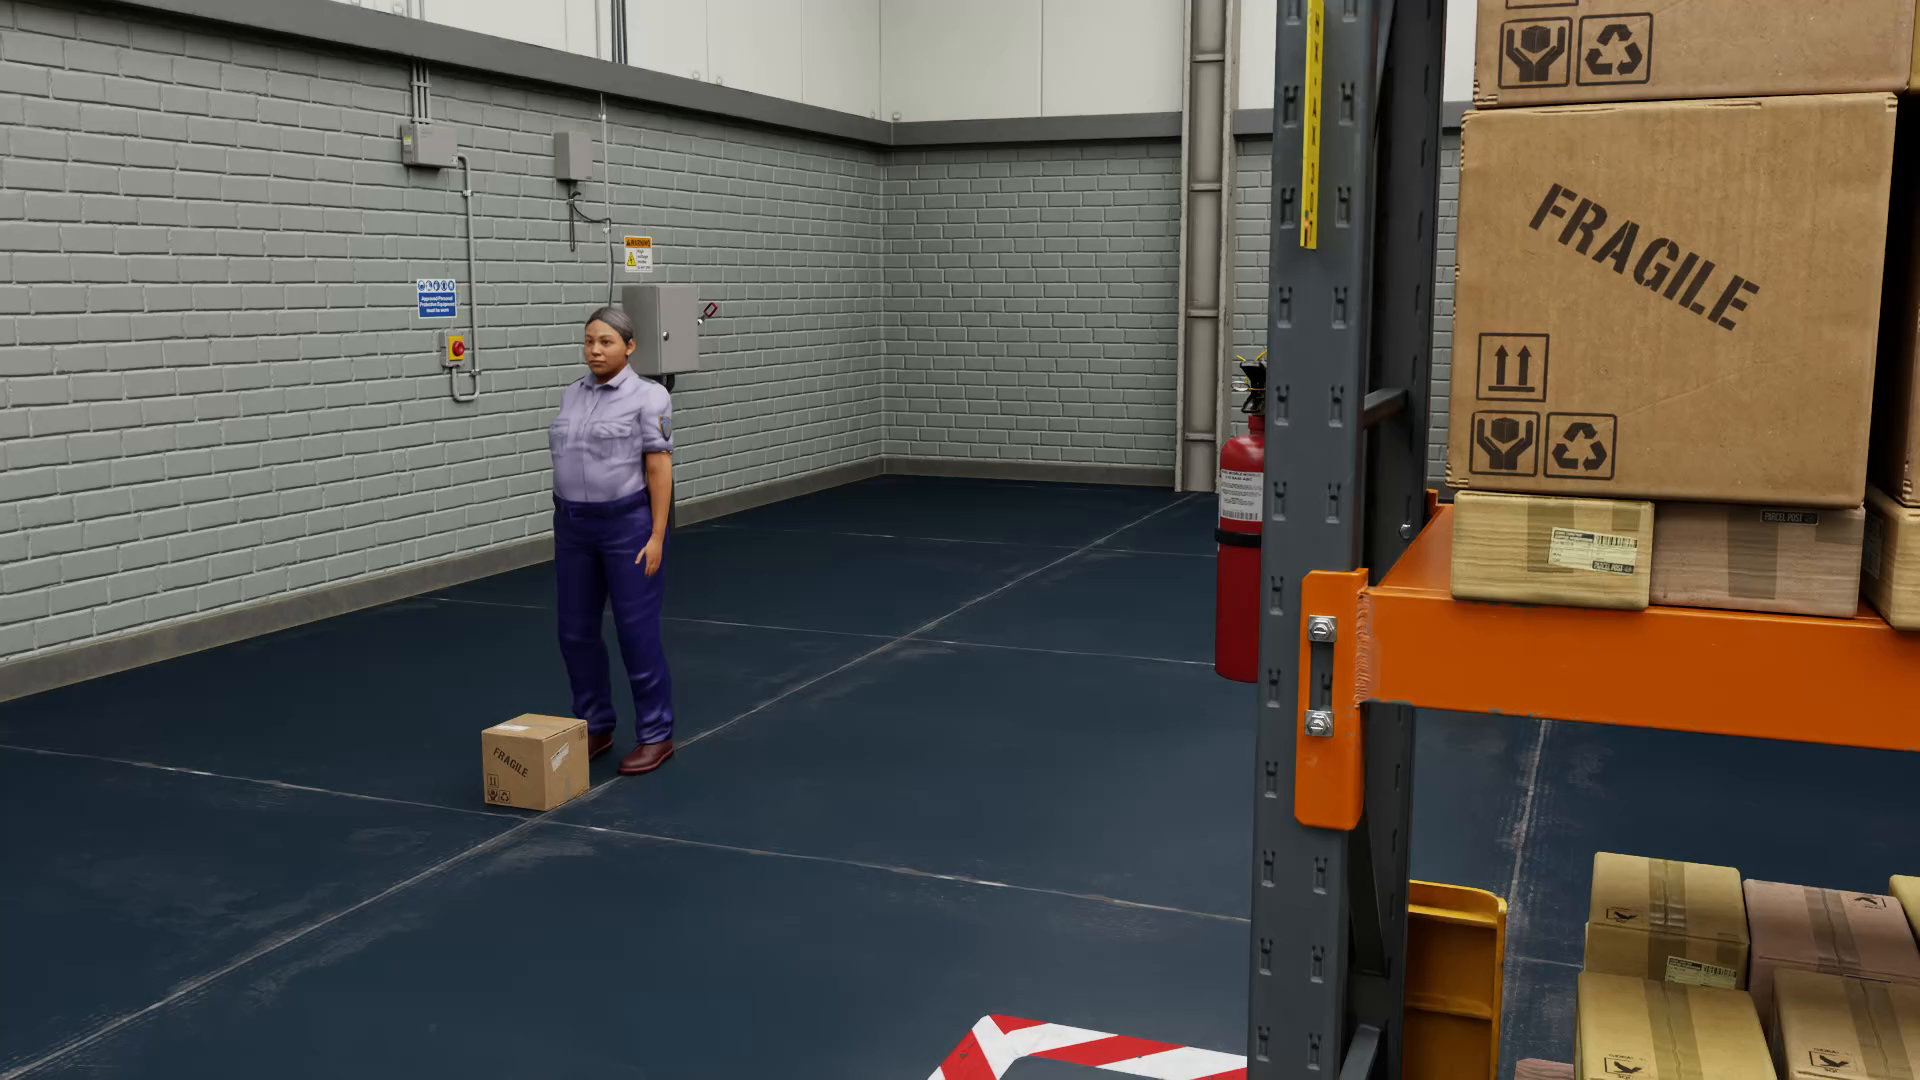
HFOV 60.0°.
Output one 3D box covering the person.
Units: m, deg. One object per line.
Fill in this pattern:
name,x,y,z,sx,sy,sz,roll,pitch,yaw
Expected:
person,-1.243,-0.003,5.942,0.467,1.646,0.342,4,10,22
